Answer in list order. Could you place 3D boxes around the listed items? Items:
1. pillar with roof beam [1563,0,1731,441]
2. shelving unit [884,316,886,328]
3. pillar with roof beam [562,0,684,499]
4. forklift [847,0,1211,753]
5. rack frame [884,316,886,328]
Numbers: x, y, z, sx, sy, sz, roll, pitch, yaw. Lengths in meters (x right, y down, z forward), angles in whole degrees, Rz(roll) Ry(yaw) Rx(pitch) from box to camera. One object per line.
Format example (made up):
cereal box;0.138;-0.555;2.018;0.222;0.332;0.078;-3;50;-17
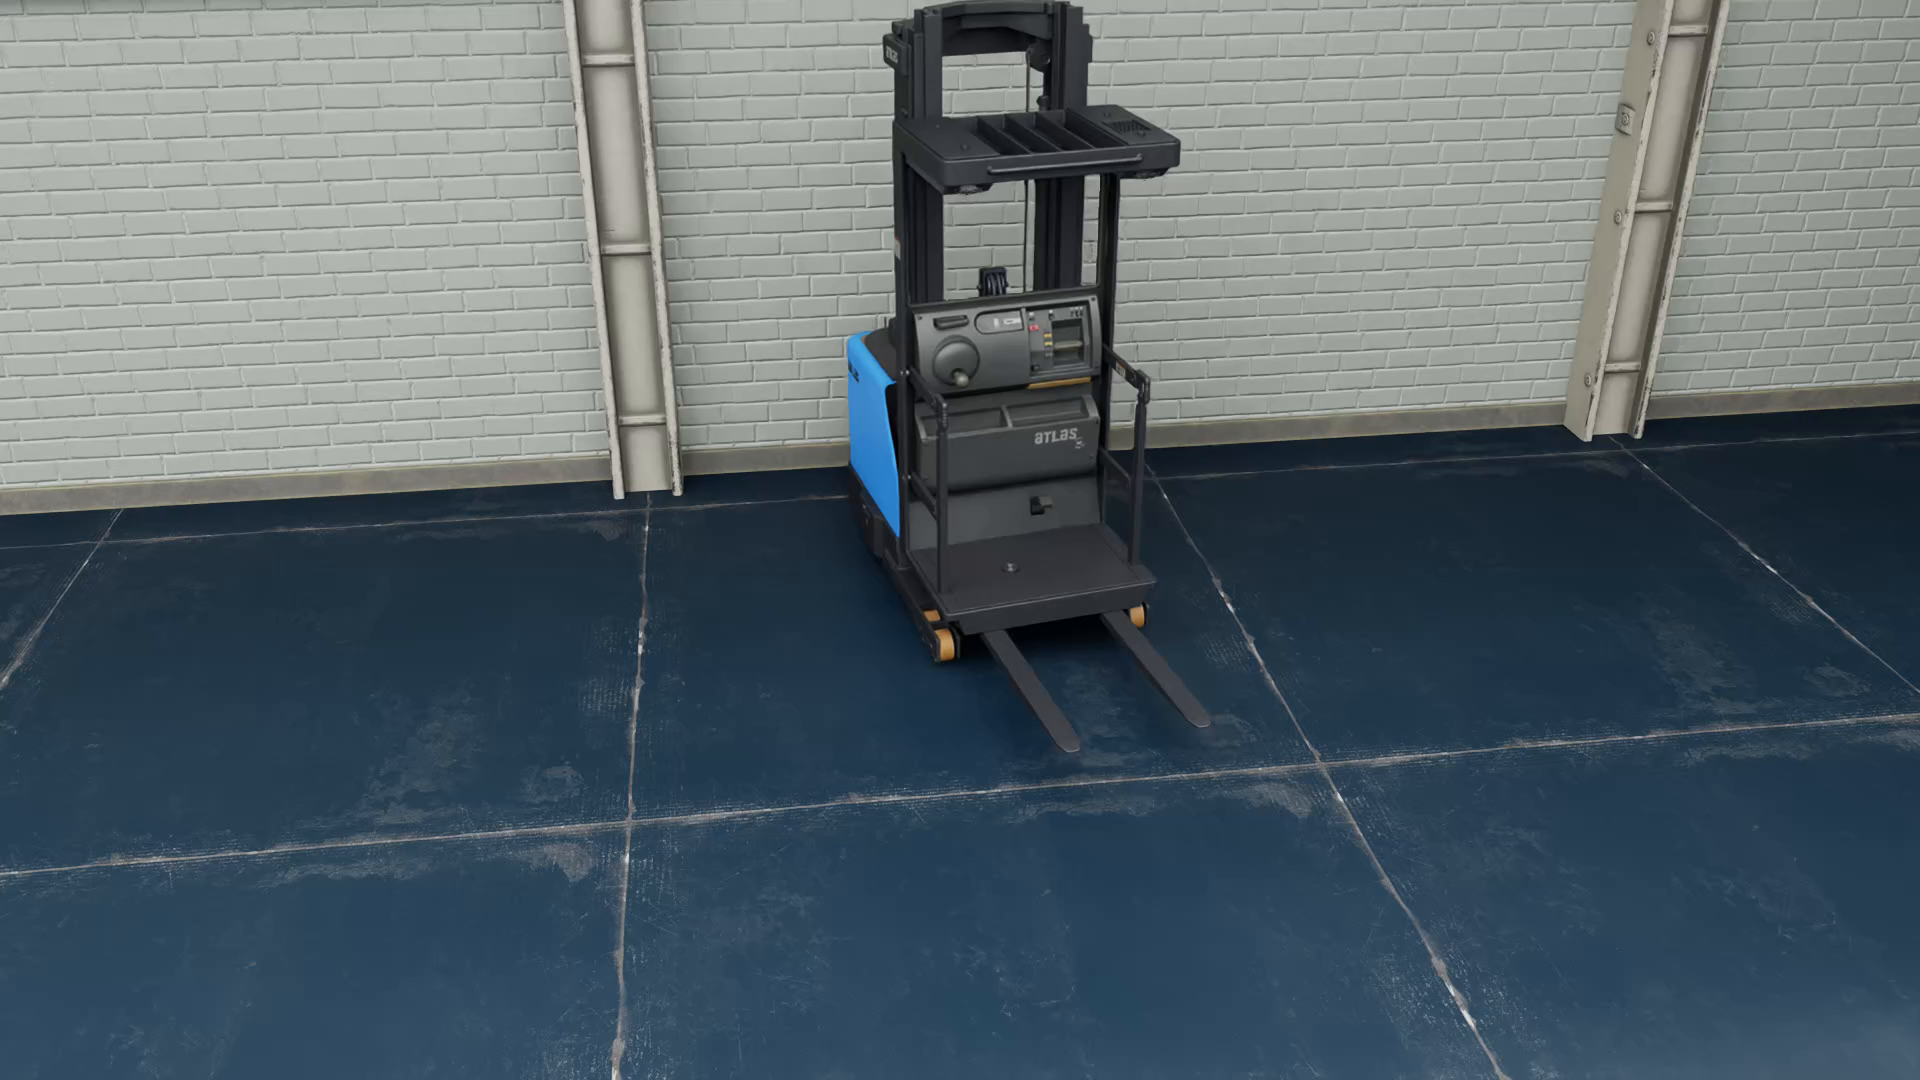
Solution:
pillar with roof beam;4.696;-2.760;4.773;0.400;9.000;9.100;-4;27;-7
shelving unit;-0.280;-0.776;9.612;0.252;1.050;0.215;-9;28;-17
pillar with roof beam;-1.245;-2.379;4.029;0.400;9.000;9.100;-4;27;-7
forklift;0.304;-0.915;7.822;1.130;2.935;3.031;-8;28;-16
rack frame;-0.396;-0.758;9.577;0.008;1.050;0.200;-9;28;-17
